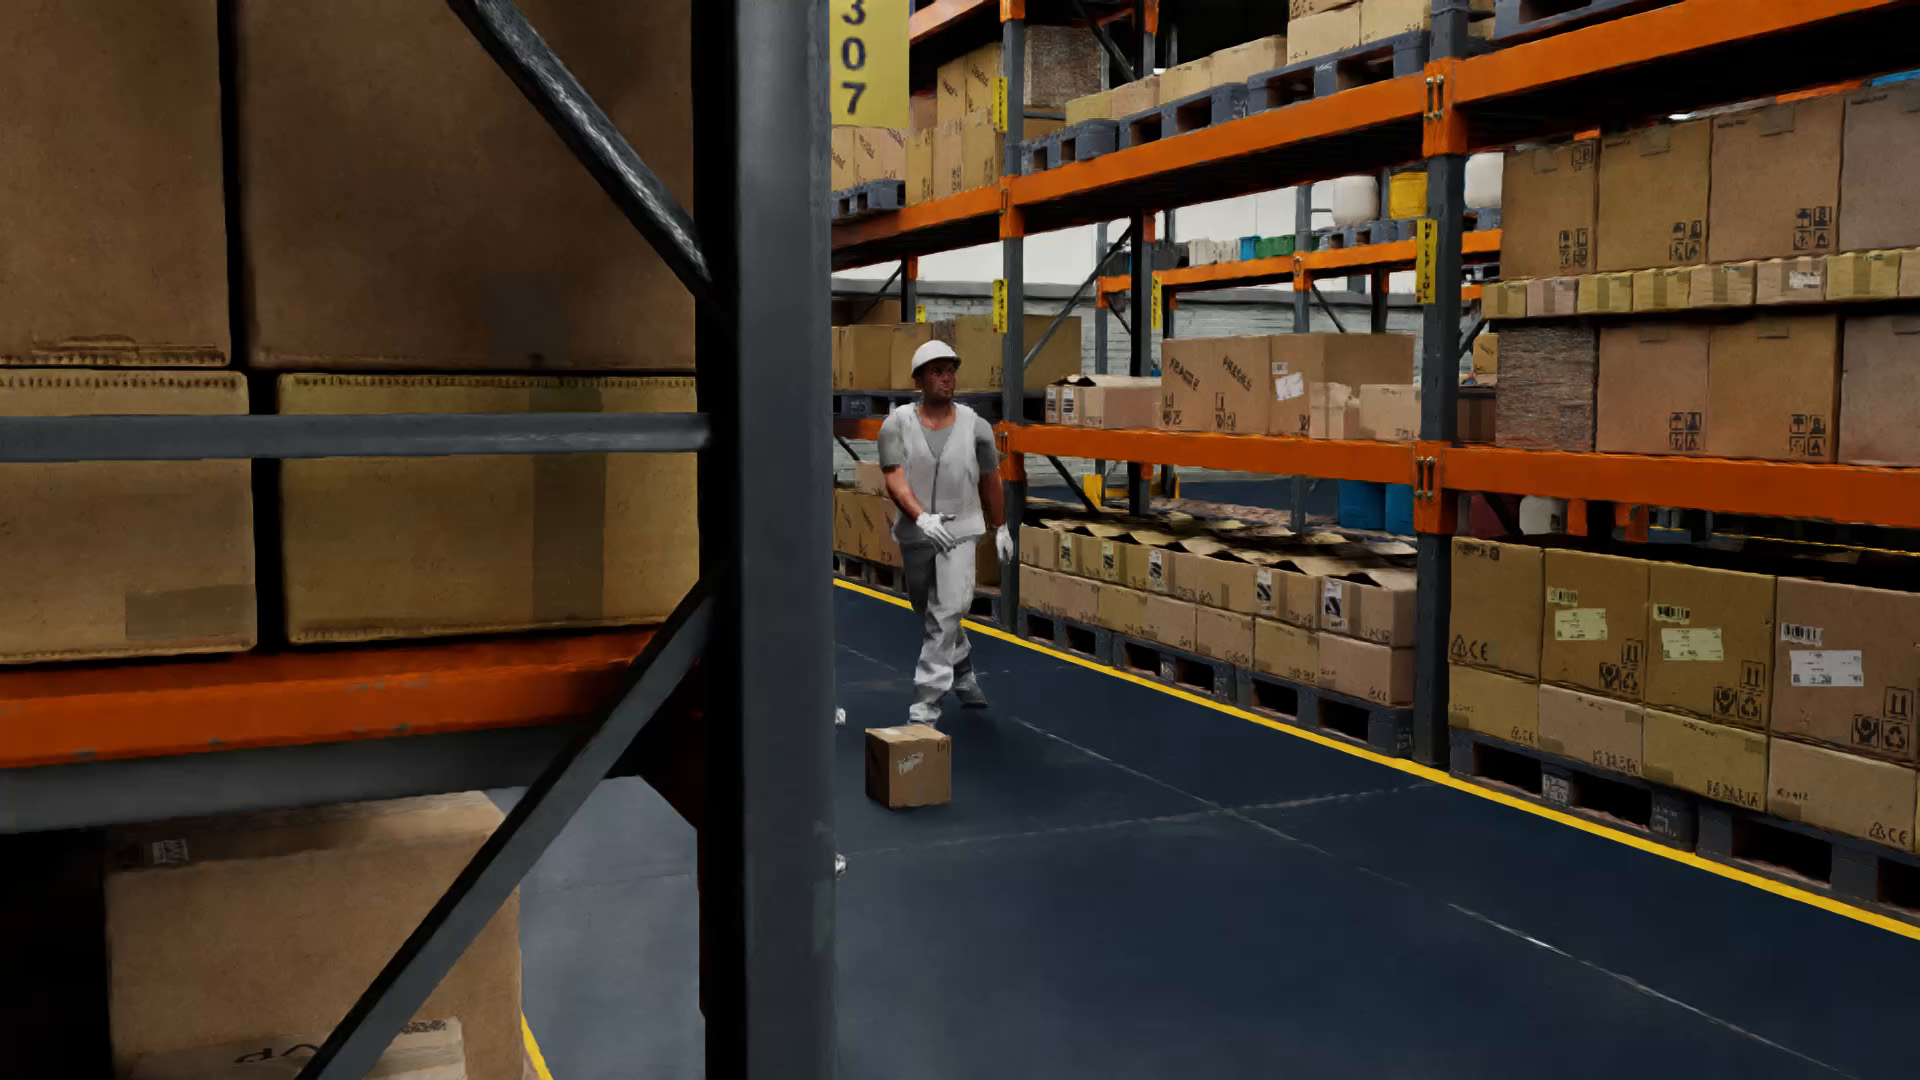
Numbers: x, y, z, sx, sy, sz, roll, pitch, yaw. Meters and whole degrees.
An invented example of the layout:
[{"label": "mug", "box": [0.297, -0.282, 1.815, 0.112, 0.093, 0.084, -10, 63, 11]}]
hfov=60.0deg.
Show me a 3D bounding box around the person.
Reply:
[{"label": "person", "box": [-0.070, -0.001, 7.264, 0.547, 1.739, 1.069, 1, 5, 8]}]
